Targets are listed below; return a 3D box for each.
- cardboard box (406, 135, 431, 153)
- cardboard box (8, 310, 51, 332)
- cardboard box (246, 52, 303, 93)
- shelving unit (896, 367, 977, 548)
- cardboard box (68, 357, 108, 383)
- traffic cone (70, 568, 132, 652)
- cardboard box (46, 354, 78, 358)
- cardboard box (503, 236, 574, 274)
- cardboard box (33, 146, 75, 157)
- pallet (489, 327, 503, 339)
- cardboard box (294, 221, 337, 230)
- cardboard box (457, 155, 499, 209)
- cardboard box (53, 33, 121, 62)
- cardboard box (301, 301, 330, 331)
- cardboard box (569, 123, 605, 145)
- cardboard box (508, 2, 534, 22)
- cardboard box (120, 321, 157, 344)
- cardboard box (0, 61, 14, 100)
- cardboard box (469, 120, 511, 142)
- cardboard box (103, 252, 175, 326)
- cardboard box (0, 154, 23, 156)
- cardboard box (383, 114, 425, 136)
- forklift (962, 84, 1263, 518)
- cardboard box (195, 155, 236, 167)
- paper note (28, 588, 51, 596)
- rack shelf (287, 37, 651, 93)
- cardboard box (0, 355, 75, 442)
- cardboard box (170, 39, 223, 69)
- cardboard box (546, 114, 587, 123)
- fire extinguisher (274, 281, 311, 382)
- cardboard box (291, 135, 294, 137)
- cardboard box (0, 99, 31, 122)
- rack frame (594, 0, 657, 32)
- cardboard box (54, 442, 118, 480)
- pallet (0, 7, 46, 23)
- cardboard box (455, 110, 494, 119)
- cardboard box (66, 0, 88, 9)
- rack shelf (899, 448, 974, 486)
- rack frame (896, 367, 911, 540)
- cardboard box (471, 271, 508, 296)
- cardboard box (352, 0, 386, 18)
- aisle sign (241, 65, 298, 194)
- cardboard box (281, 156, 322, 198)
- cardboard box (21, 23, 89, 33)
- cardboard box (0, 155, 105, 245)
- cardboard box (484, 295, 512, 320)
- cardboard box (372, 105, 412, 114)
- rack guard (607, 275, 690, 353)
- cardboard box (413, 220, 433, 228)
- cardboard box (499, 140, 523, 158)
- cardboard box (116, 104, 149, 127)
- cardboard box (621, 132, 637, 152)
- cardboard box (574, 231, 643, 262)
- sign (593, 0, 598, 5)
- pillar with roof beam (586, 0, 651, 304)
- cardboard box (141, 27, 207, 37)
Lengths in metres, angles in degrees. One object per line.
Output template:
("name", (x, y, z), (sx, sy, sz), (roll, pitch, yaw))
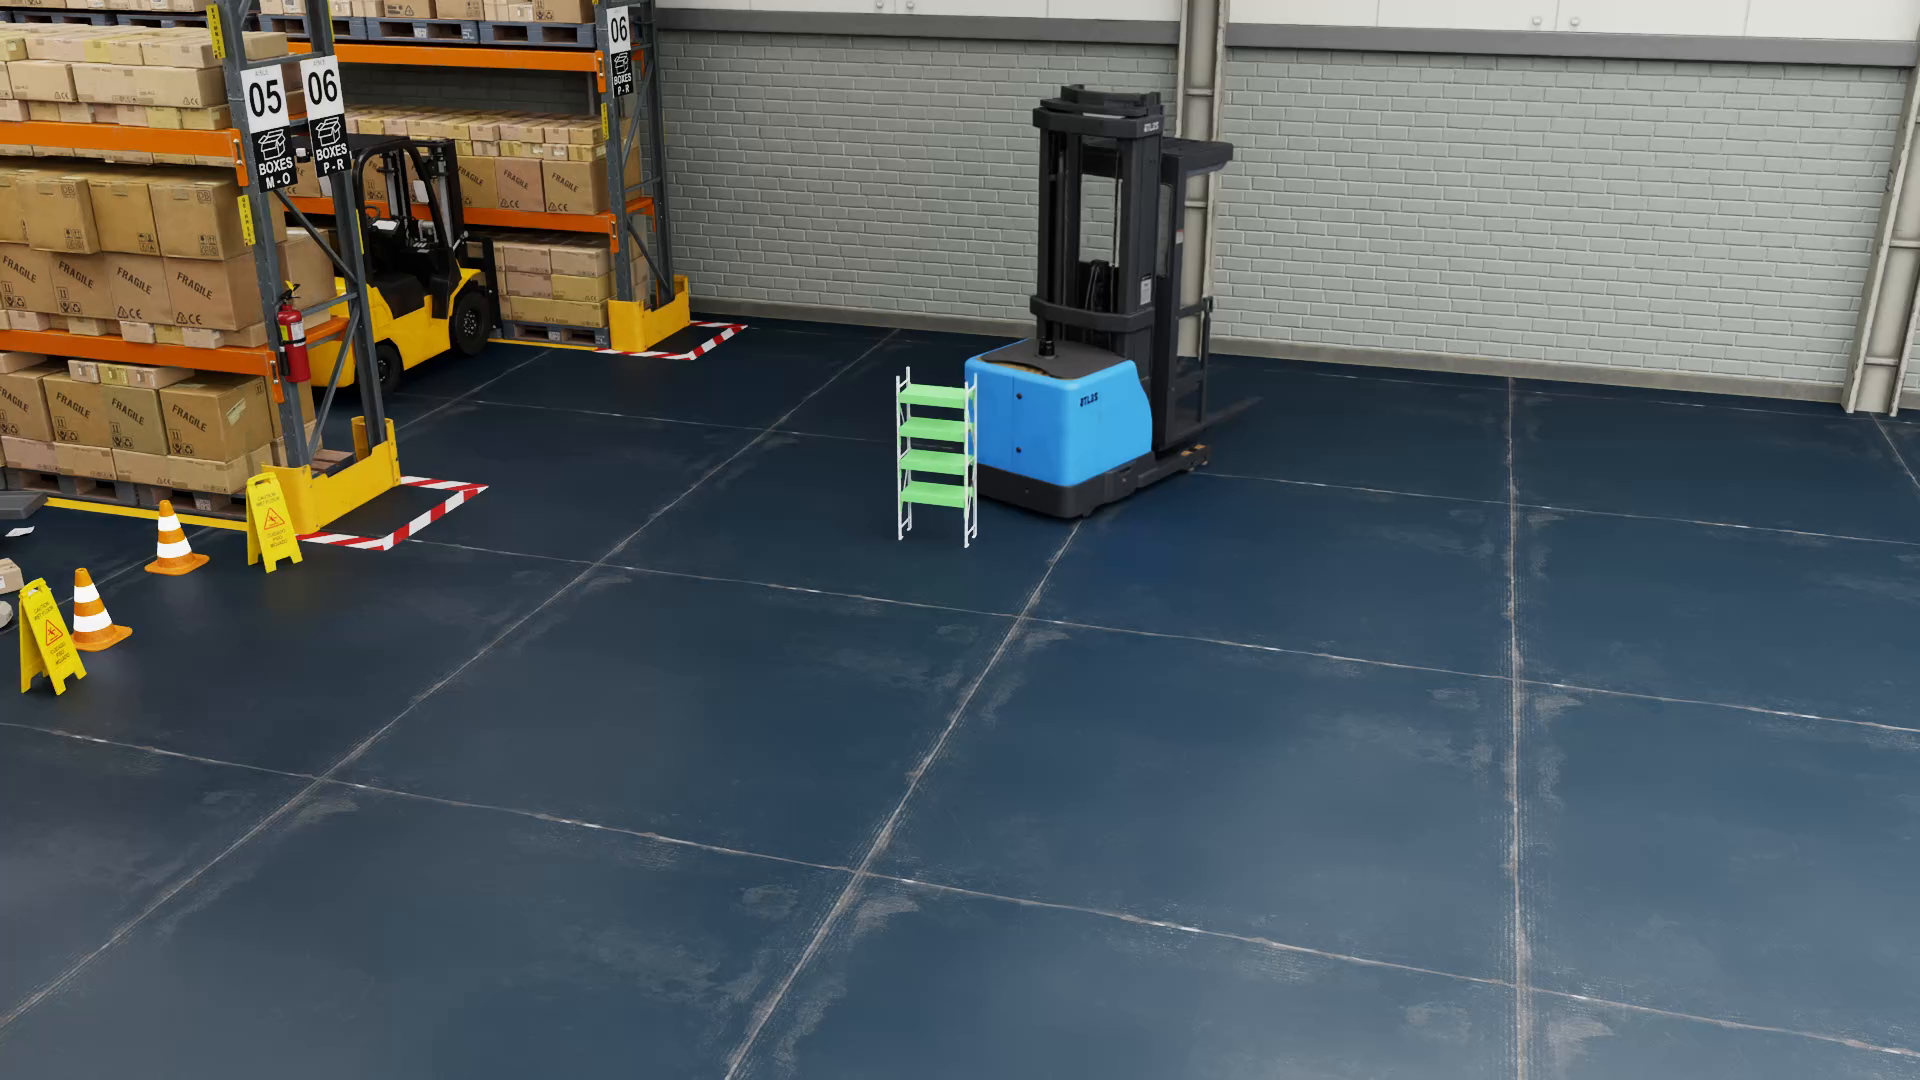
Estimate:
("cardboard box", (-5.257, -3.922, 16.393), (0.250, 0.149, 0.380), (6, 23, 14))
("cardboard box", (-6.711, -1.651, 12.174), (0.250, 0.149, 0.380), (6, 23, 15))
("cardboard box", (-4.966, -3.249, 11.591), (0.500, 0.250, 0.500), (6, 23, 15))
("shelving unit", (-0.158, -0.573, 11.587), (0.503, 1.200, 0.258), (7, 23, 16))
("cardboard box", (-6.266, -1.277, 12.158), (0.250, 0.149, 0.380), (8, 23, 18))
("traffic cone", (-5.341, 0.395, 10.198), (0.334, 0.463, 0.336), (7, 23, 16))
("cardboard box", (-6.771, -1.271, 12.997), (0.500, 0.500, 0.500), (8, 24, 18))
("cardboard box", (-4.153, -2.821, 16.446), (0.500, 0.250, 0.500), (7, 23, 16))
("cardboard box", (-9.461, -4.227, 17.661), (0.500, 0.250, 0.500), (6, 23, 14))
("pallet", (-5.040, -2.358, 17.240), (1.213, 0.211, 1.003), (7, 23, 15))
("cardboard box", (-6.588, -3.101, 17.130), (0.500, 0.250, 0.500), (6, 23, 15))
("cardboard box", (-4.663, -3.566, 16.379), (0.500, 0.500, 0.500), (6, 23, 14))
("cardboard box", (-5.916, -3.351, 11.314), (0.250, 0.149, 0.380), (7, 23, 16))
("cardboard box", (-4.827, -1.637, 12.140), (0.250, 0.149, 0.380), (7, 23, 16))
("cardboard box", (-3.535, -3.892, 15.926), (0.250, 0.149, 0.380), (7, 23, 16))
("cardboard box", (-4.012, -4.937, 15.548), (0.250, 0.149, 0.380), (6, 23, 14))
("cardboard box", (-5.751, -1.529, 11.875), (0.250, 0.149, 0.380), (7, 23, 16))
("cardboard box", (-6.593, -3.220, 11.522), (0.500, 0.250, 0.500), (7, 23, 16))
("cardboard box", (-4.537, -3.969, 16.114), (0.250, 0.149, 0.380), (7, 23, 17))
("cardboard box", (-5.639, -1.841, 11.781), (0.500, 0.500, 0.500), (7, 23, 16))
("cardboard box", (-9.956, -4.058, 17.908), (0.500, 0.250, 0.500), (6, 23, 14))
("cardboard box", (-5.485, -4.112, 16.464), (0.250, 0.149, 0.380), (6, 23, 15))
("forklift", (1.349, -1.998, 12.779), (1.130, 2.935, 3.031), (18, 28, 36))
("cardboard box", (-7.505, -4.006, 17.123), (0.500, 0.250, 0.500), (6, 23, 14))
("paper note", (-6.042, 0.352, 10.871), (0.142, 0.019, 0.148), (-1, 22, -3))
("rack shelf", (-5.046, -4.719, 16.317), (4.000, 0.370, 1.077), (7, 23, 16))
("cardboard box", (-6.893, -1.074, 12.517), (0.500, 0.500, 0.500), (8, 24, 18))
("cardboard box", (-4.971, -3.211, 10.974), (0.250, 0.149, 0.380), (7, 23, 16))
("cardboard box", (-3.889, -4.108, 16.454), (0.250, 0.149, 0.380), (7, 23, 17))
("fire extinguisher", (-4.585, -1.425, 11.394), (0.183, 0.674, 0.296), (7, 23, 16))
("cardboard box", (-6.732, -4.099, 16.824), (0.250, 0.149, 0.380), (6, 23, 15))
("cardboard box", (-6.467, -3.002, 11.515), (0.250, 0.149, 0.380), (6, 23, 15))
("rack frame", (-3.131, -6.220, 15.077), (0.127, 3.000, 1.000), (7, 23, 16))
("cardboard box", (-6.410, -0.669, 12.518), (0.500, 0.250, 0.500), (6, 23, 14))
("pallet", (-10.115, -5.580, 17.718), (1.003, 0.211, 1.213), (8, 24, 18))
("cardboard box", (-4.864, -4.223, 16.735), (0.250, 0.149, 0.380), (7, 23, 16))
("cardboard box", (-8.840, -5.490, 16.895), (0.250, 0.149, 0.380), (6, 23, 15))
("rack shelf", (-0.158, -0.514, 11.611), (0.480, 0.148, 0.258), (7, 23, 16))
("rack frame", (-0.392, -0.600, 11.652), (0.015, 1.200, 0.240), (7, 23, 16))
("cardboard box", (-4.665, -2.646, 16.679), (0.500, 0.250, 0.500), (6, 23, 14))
("cardboard box", (-5.628, -5.176, 15.977), (0.258, 0.266, 0.396), (6, 23, 14))
("aisle sign", (-4.586, -2.732, 11.051), (0.004, 0.787, 0.394), (7, 23, 16))
("cardboard box", (-6.612, -3.786, 16.916), (0.500, 0.500, 0.500), (6, 23, 14))
("cardboard box", (-6.513, -3.629, 11.993), (0.250, 0.149, 0.380), (7, 23, 16))
("cardboard box", (-6.552, -2.446, 11.939), (0.500, 0.500, 0.700), (6, 23, 15))
("cardboard box", (-4.622, -2.420, 16.786), (0.500, 0.250, 0.500), (7, 23, 16))
("cardboard box", (-5.825, -4.371, 17.094), (0.250, 0.149, 0.380), (6, 23, 14))
("rack guard", (-3.108, -2.286, 16.684), (0.348, 0.500, 1.175), (7, 23, 16))
("cardboard box", (-5.464, -3.174, 17.308), (0.500, 0.250, 0.500), (7, 23, 16))
("cardboard box", (-4.262, -3.827, 16.160), (0.250, 0.149, 0.380), (6, 23, 15))
("cardboard box", (-5.476, -2.907, 11.283), (0.250, 0.149, 0.380), (7, 23, 17))
("cardboard box", (-3.381, -3.923, 16.394), (0.250, 0.149, 0.380), (6, 23, 14))
("cardboard box", (-3.537, -2.951, 16.764), (0.500, 0.250, 0.500), (6, 23, 15))
("sign", (-3.302, -5.010, 15.016), (0.005, 0.325, 0.100), (7, 23, 16))
("pillar with roof beam", (-4.781, -5.060, 12.248), (0.400, 9.000, 9.100), (7, 23, 16))
("cardboard box", (-5.529, -3.521, 11.728), (0.250, 0.149, 0.380), (6, 23, 15))
